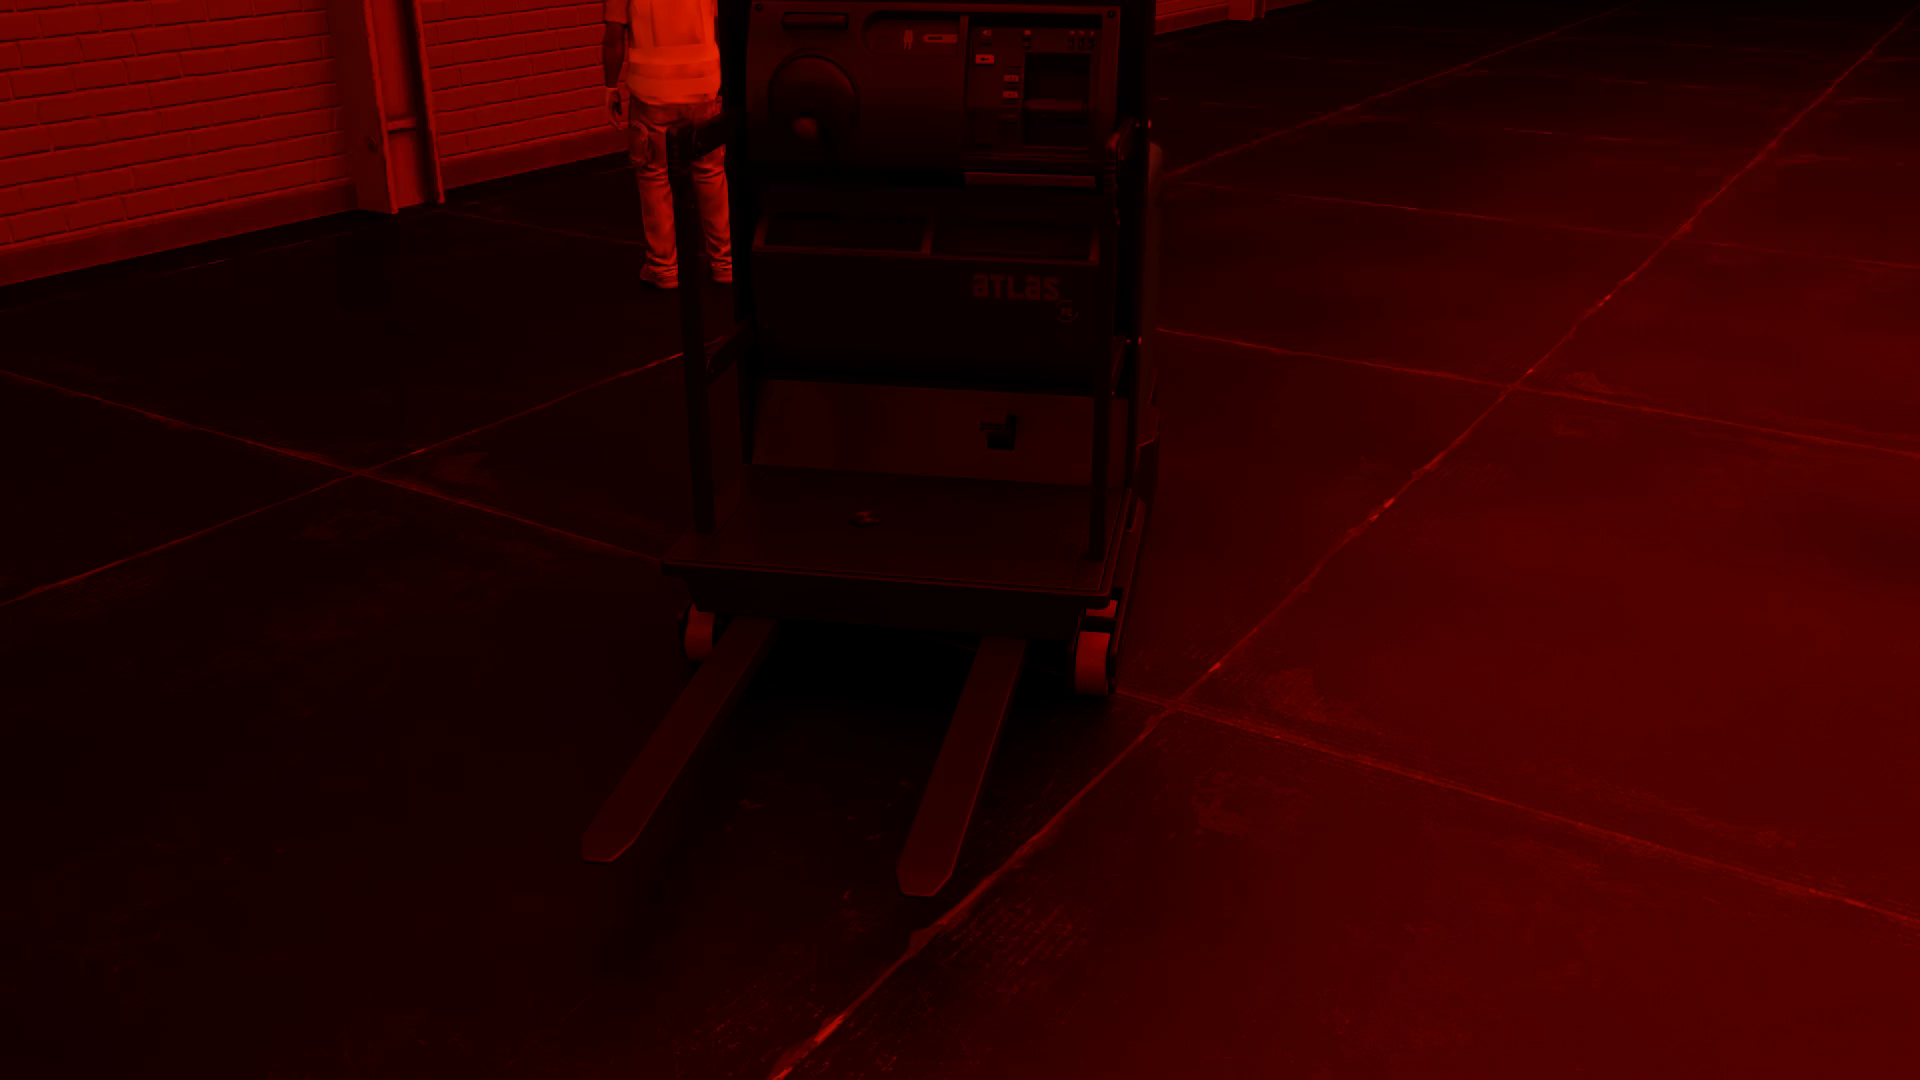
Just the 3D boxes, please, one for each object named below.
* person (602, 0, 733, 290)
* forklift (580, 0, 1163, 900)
[{"bbox_3d":[-1.313,-2.040,7.555,0.625,1.773,0.452,-10,25,-23],"label":"person"},{"bbox_3d":[-0.108,-1.111,3.912,1.130,2.935,3.031,4,24,9],"label":"forklift"}]
